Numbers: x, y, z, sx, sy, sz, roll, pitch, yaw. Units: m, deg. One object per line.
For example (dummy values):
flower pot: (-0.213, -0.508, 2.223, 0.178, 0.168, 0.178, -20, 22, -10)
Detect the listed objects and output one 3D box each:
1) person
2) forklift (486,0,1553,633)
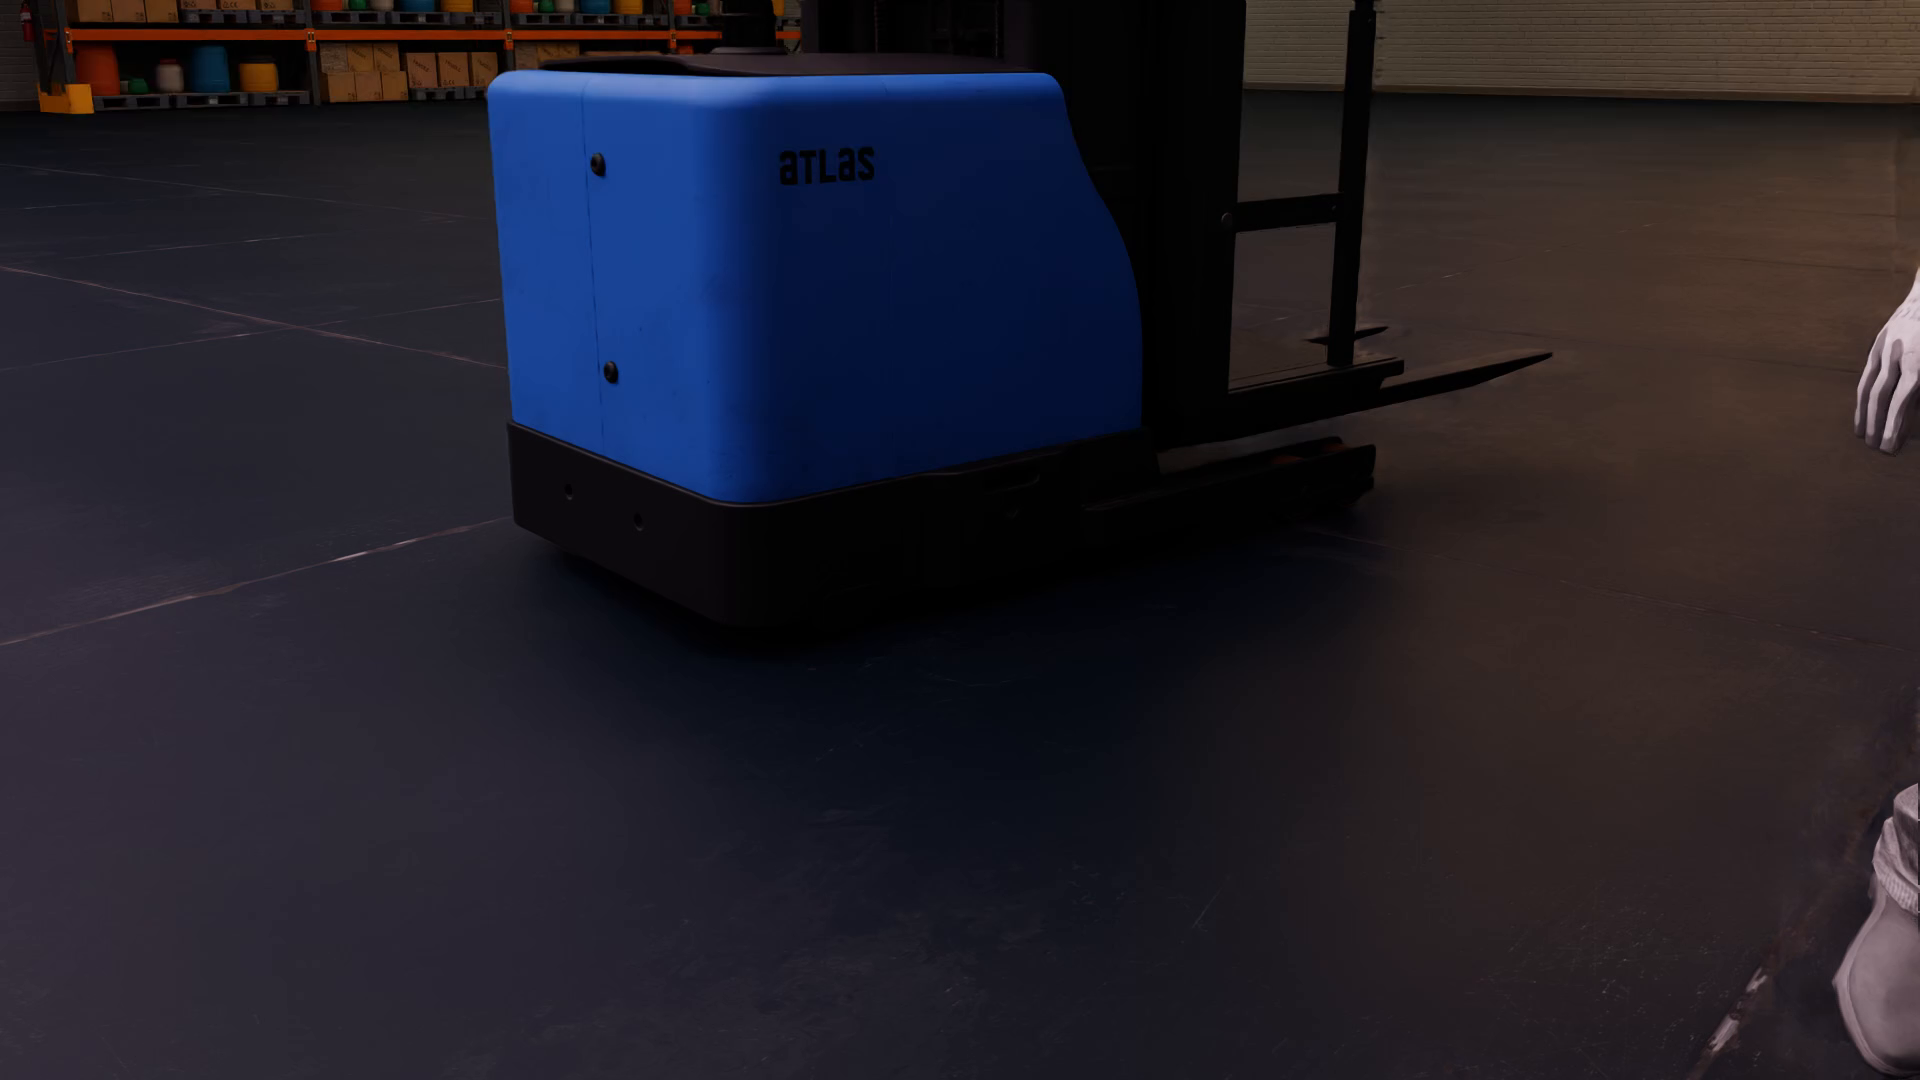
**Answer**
person: (1.378, -0.078, 1.678, 0.826, 1.535, 0.697, 6, 18, 20)
forklift: (0.424, -1.553, 4.010, 3.031, 2.935, 1.130, -14, 22, -38)
